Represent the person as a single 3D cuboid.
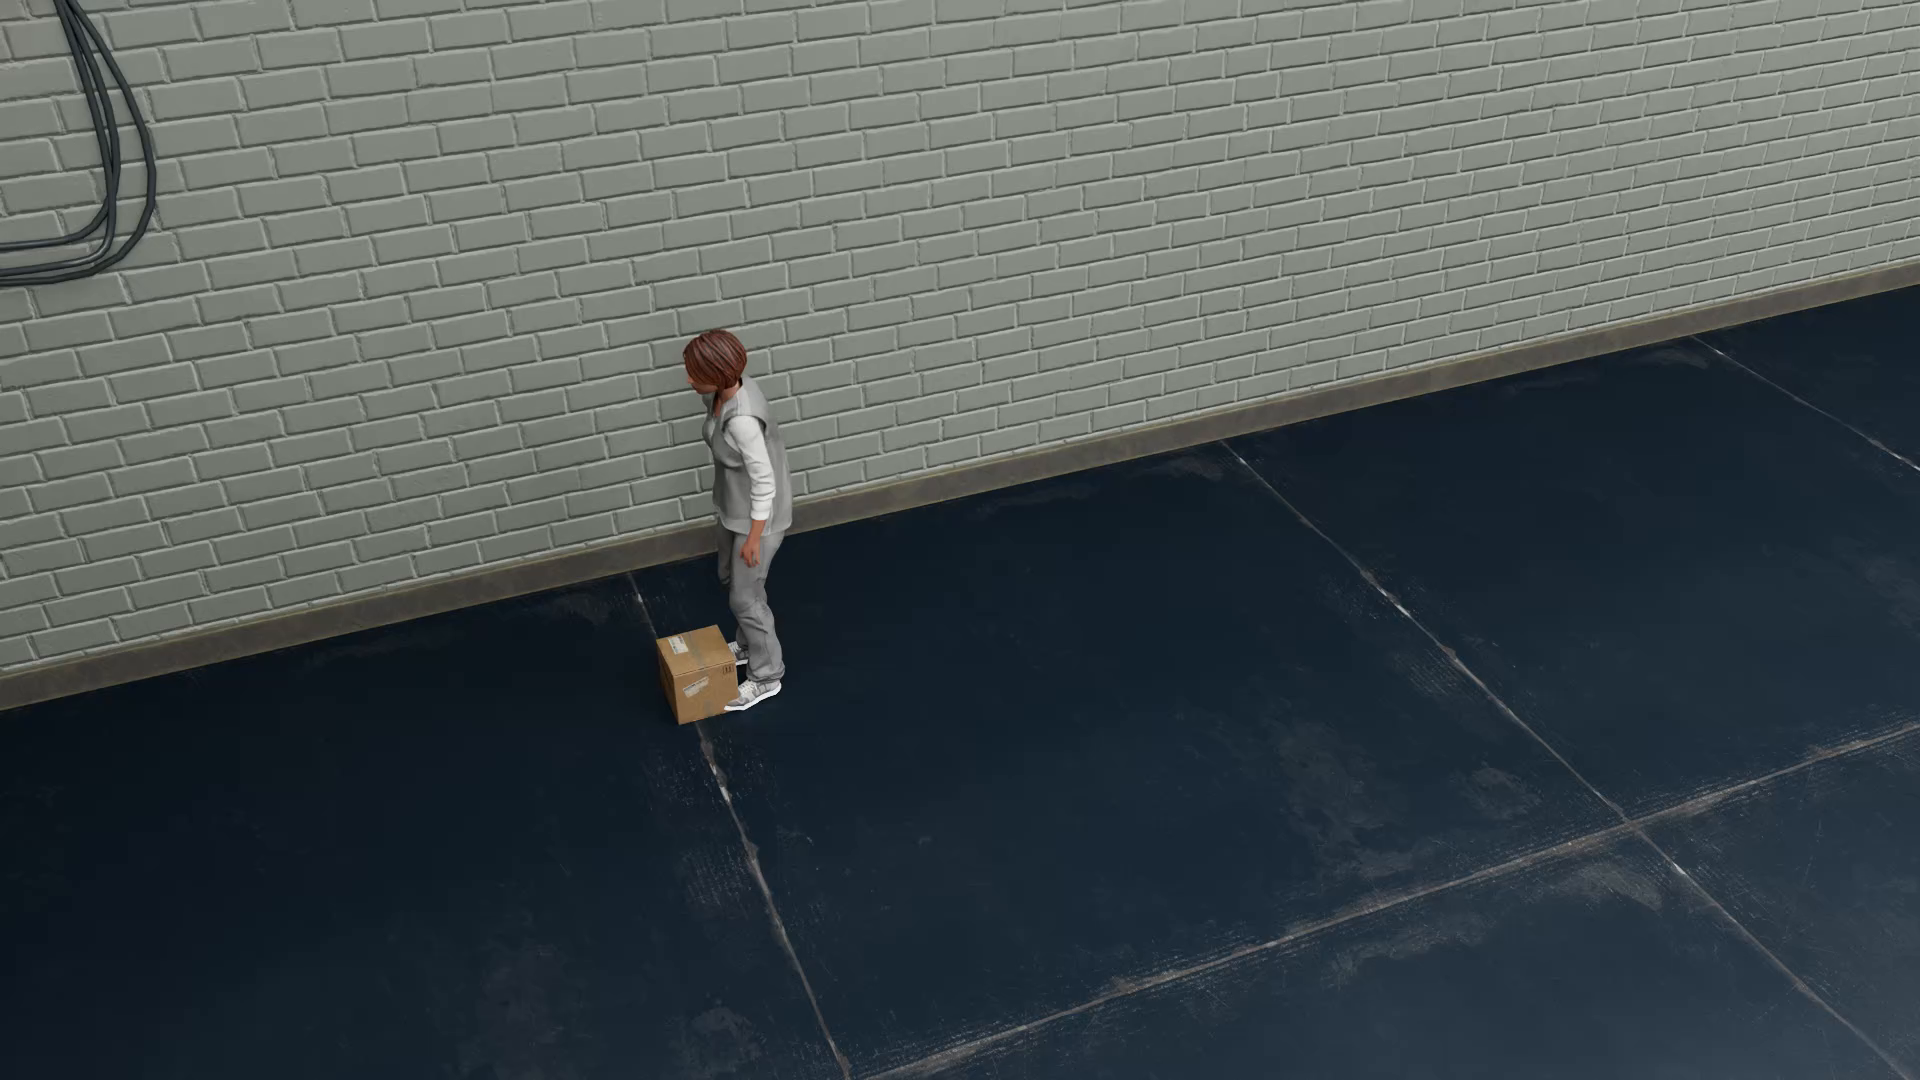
[{"bbox_3d":[-0.824,-0.083,6.276,0.369,1.591,0.459,-13,36,-19],"label":"person"}]
